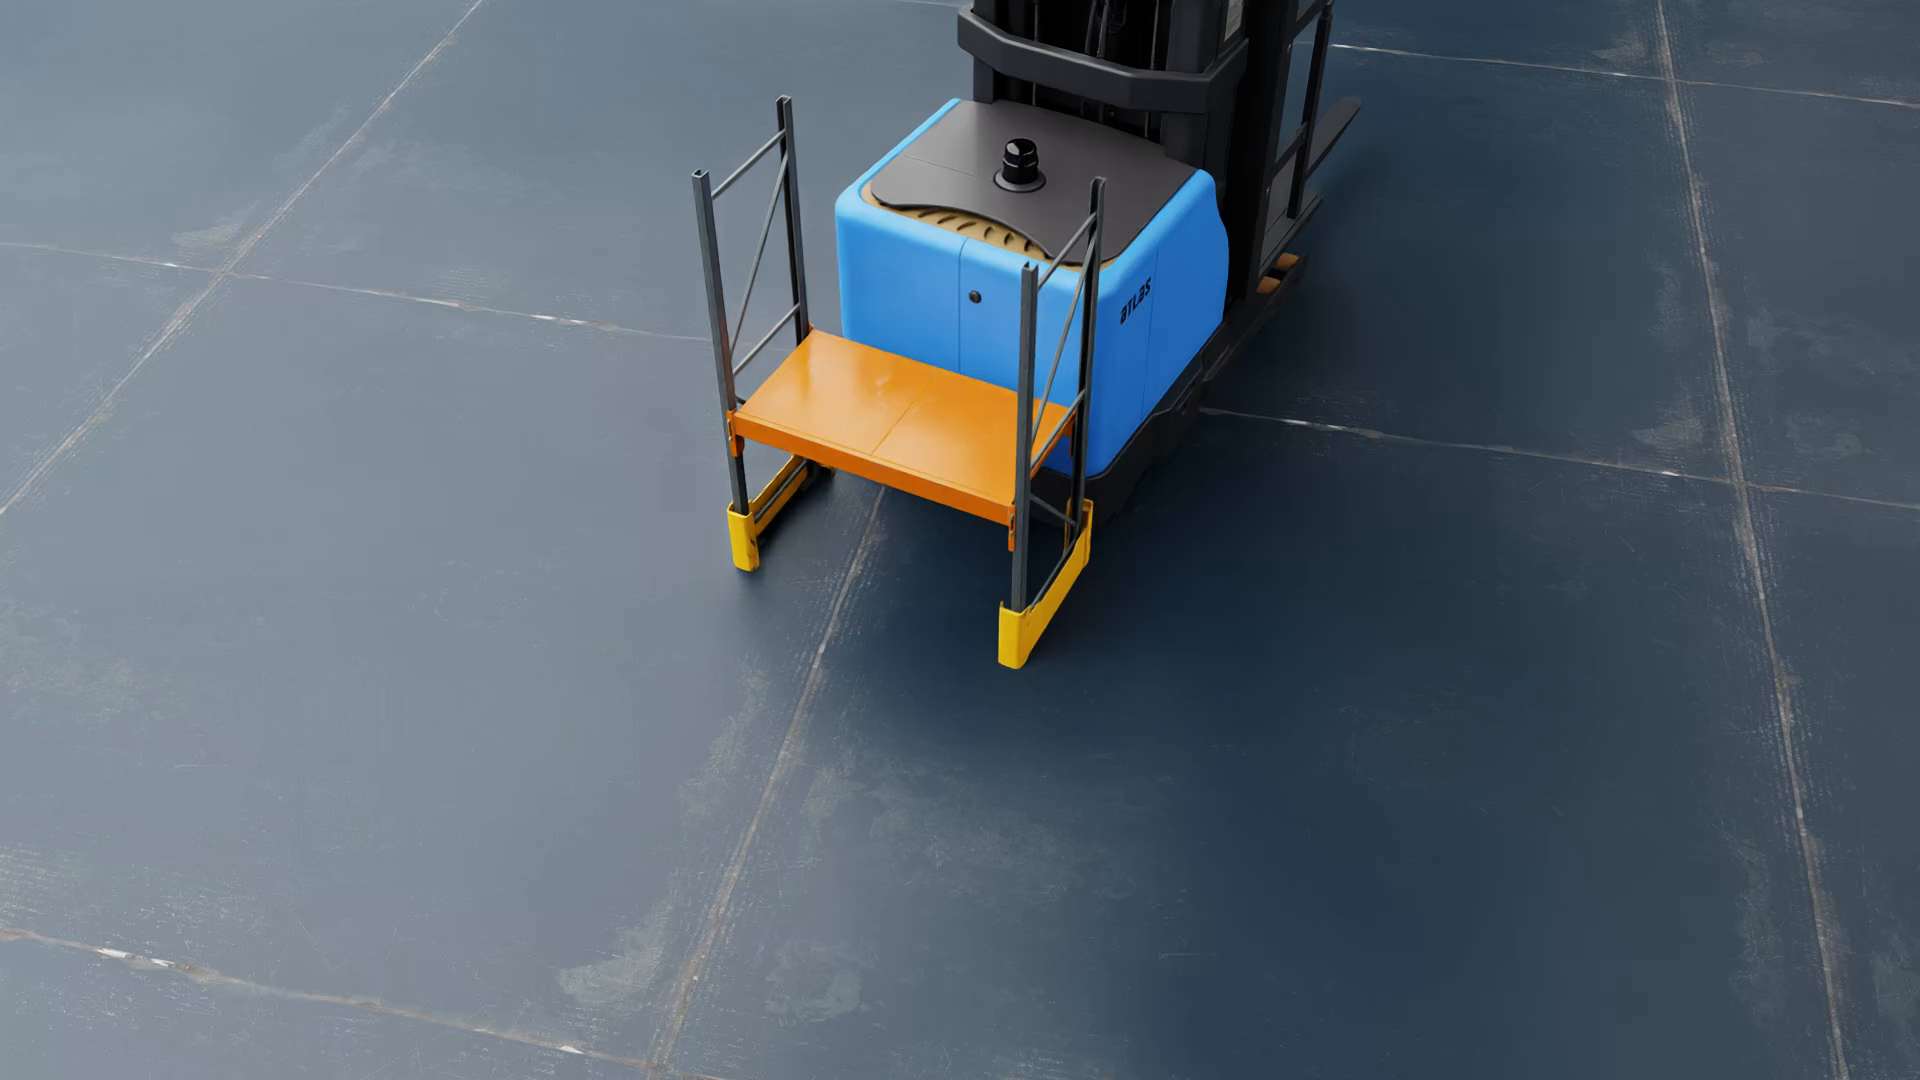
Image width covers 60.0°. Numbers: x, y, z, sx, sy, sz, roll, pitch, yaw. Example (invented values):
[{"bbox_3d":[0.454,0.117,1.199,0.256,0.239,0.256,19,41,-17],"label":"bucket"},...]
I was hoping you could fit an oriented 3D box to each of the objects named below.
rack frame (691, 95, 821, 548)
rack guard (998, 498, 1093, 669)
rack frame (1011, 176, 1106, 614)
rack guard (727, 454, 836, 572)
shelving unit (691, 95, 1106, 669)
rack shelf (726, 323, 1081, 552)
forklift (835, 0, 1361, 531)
[{"bbox_3d":[-0.627,-0.630,5.323,0.032,1.500,0.500,19,47,19],"label":"rack frame"},{"bbox_3d":[0.283,0.134,5.431,0.087,0.250,0.587,19,47,19],"label":"rack guard"},{"bbox_3d":[0.284,-0.316,4.997,0.032,1.500,0.500,19,47,19],"label":"rack frame"},{"bbox_3d":[-0.609,-0.173,5.750,0.087,0.250,0.587,19,47,19],"label":"rack guard"},{"bbox_3d":[-0.163,-0.470,5.157,1.083,1.500,0.587,19,47,19],"label":"shelving unit"},{"bbox_3d":[-0.171,-0.343,5.285,1.000,0.185,0.538,19,47,19],"label":"rack shelf"},{"bbox_3d":[0.756,-2.091,5.809,1.130,2.935,3.031,22,48,21],"label":"forklift"}]
